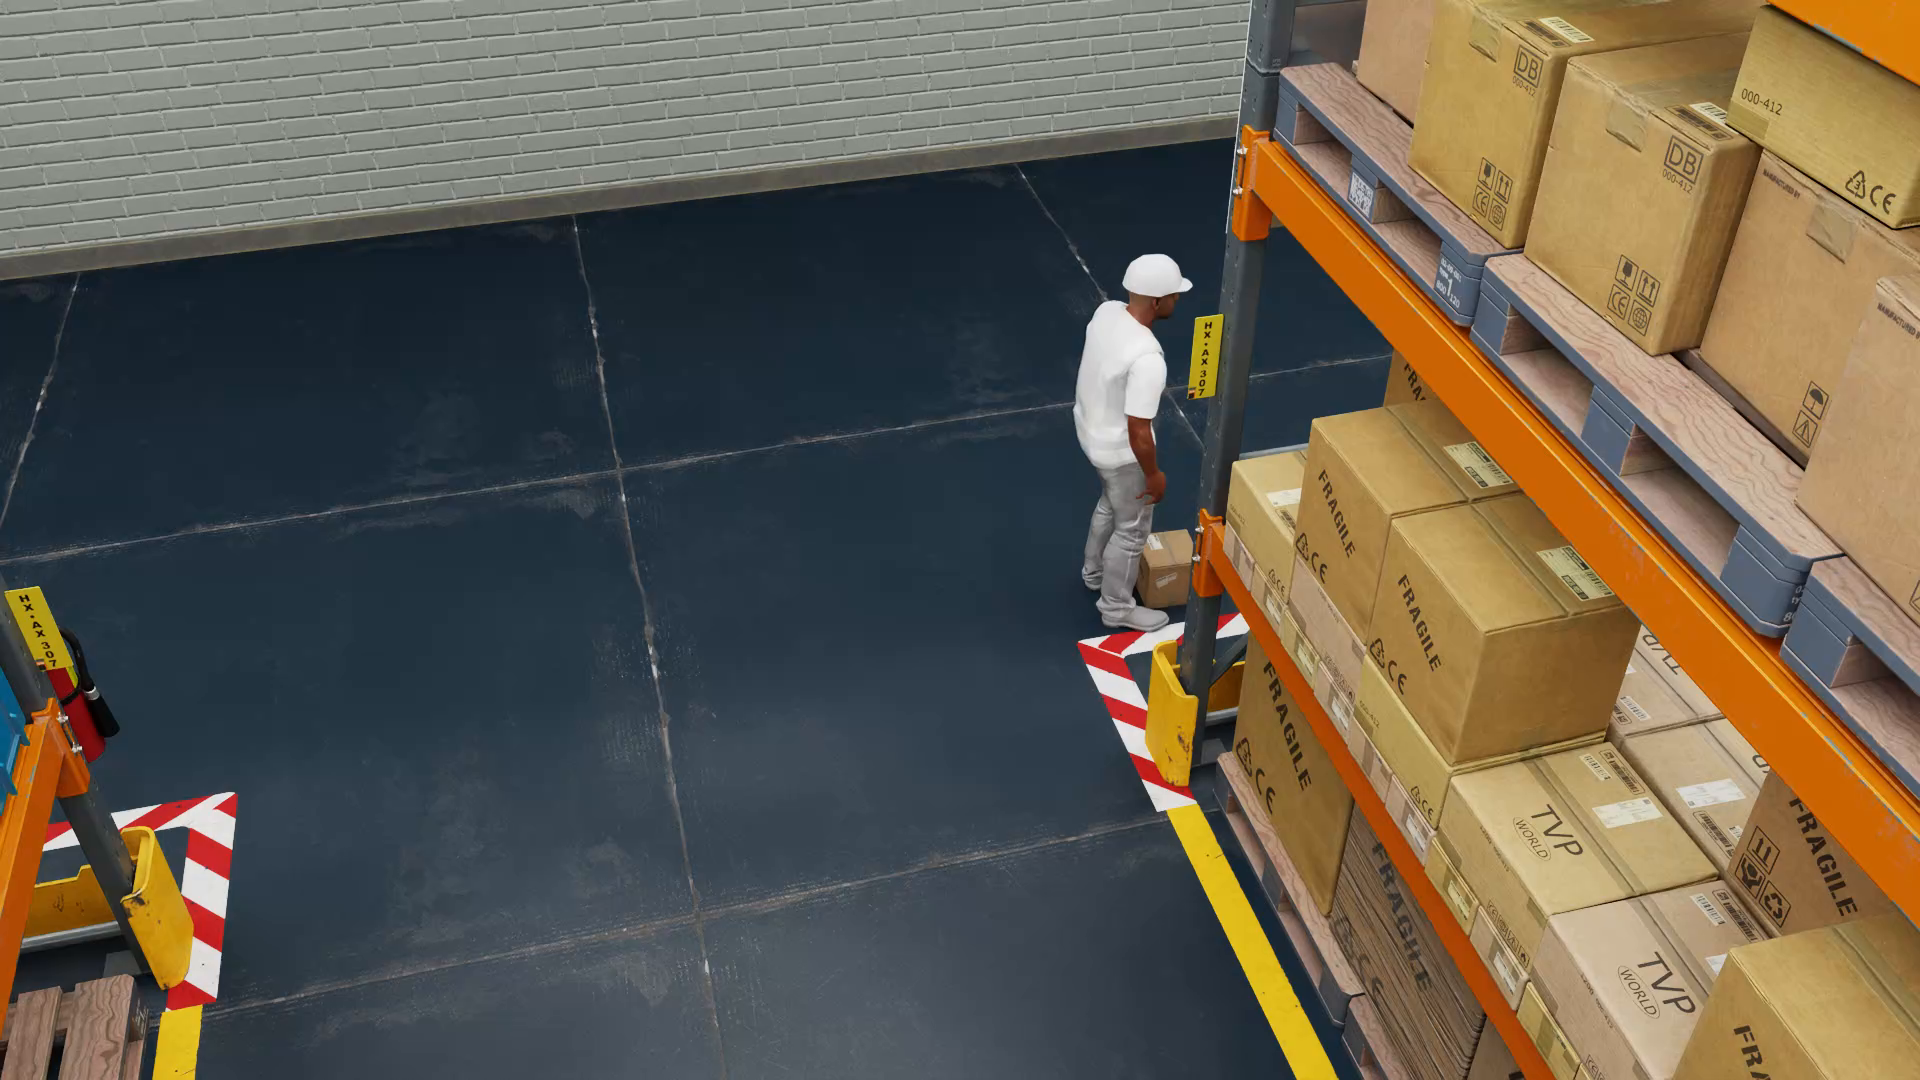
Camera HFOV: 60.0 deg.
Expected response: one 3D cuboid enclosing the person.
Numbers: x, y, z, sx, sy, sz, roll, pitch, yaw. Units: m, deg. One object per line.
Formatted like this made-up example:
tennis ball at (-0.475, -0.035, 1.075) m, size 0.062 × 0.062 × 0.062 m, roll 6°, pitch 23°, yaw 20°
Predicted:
person at (0.736, -0.437, 7.259) m, size 0.454 × 1.761 × 0.635 m, roll -8°, pitch 39°, yaw -10°
